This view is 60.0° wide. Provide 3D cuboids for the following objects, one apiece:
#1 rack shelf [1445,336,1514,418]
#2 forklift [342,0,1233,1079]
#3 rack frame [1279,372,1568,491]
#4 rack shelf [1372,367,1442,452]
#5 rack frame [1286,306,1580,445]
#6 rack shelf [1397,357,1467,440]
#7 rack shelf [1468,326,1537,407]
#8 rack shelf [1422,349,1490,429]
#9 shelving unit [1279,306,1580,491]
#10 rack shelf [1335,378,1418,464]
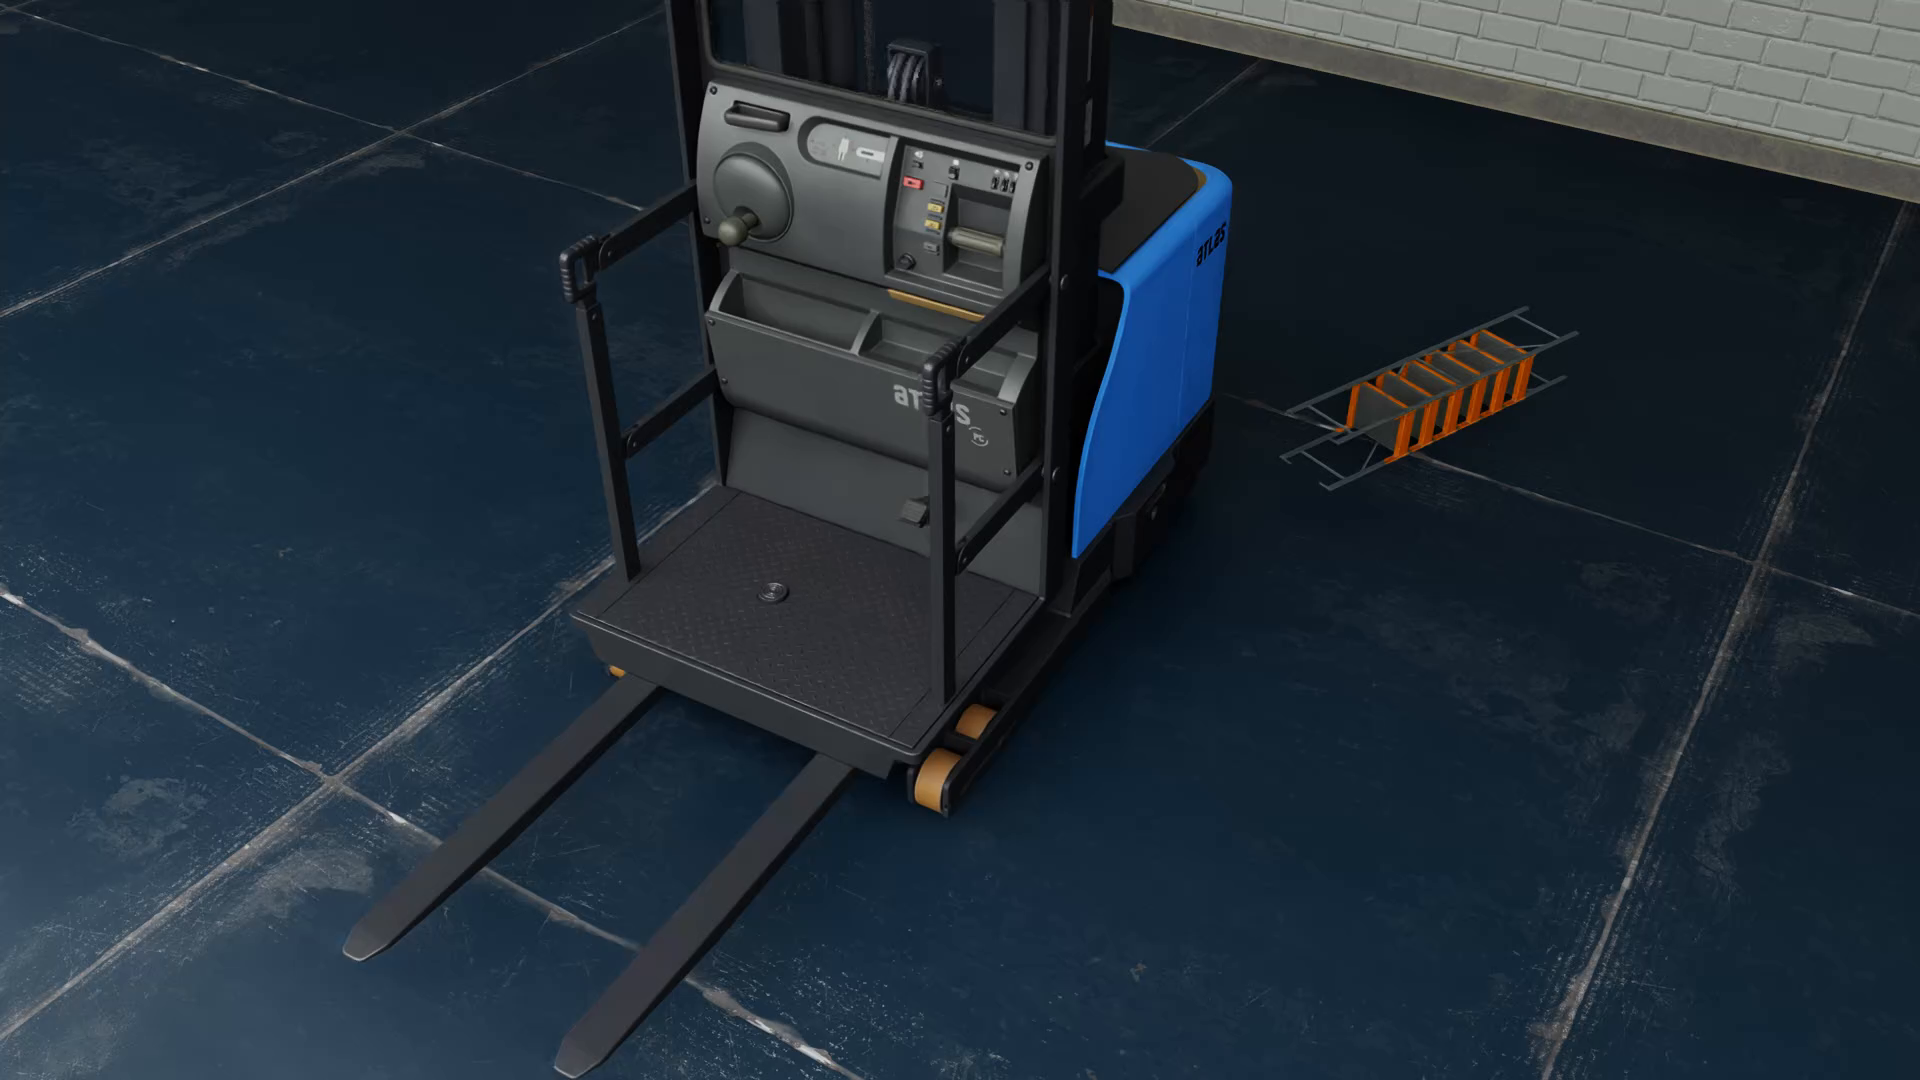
[{"bbox_3d":[1.795,-0.575,5.837,0.103,0.180,0.258,-23,43,-27],"label":"rack shelf"},{"bbox_3d":[-0.341,-0.772,3.851,1.130,2.935,3.031,19,42,23],"label":"forklift"},{"bbox_3d":[1.635,-0.433,5.803,1.200,0.006,0.240,-23,43,-27],"label":"rack frame"},{"bbox_3d":[1.501,-0.448,5.672,0.103,0.180,0.258,-23,43,-27],"label":"rack shelf"},{"bbox_3d":[1.635,-0.578,5.692,1.200,0.006,0.240,-23,43,-27],"label":"rack frame"},{"bbox_3d":[1.599,-0.490,5.727,0.103,0.180,0.258,-23,43,-27],"label":"rack shelf"},{"bbox_3d":[1.892,-0.617,5.892,0.103,0.180,0.258,-23,43,-27],"label":"rack shelf"},{"bbox_3d":[1.697,-0.532,5.782,0.103,0.180,0.258,-23,43,-27],"label":"rack shelf"},{"bbox_3d":[1.635,-0.506,5.747,1.200,0.189,0.258,-23,43,-27],"label":"shelving unit"},{"bbox_3d":[1.403,-0.405,5.617,0.103,0.180,0.258,-23,43,-27],"label":"rack shelf"}]
